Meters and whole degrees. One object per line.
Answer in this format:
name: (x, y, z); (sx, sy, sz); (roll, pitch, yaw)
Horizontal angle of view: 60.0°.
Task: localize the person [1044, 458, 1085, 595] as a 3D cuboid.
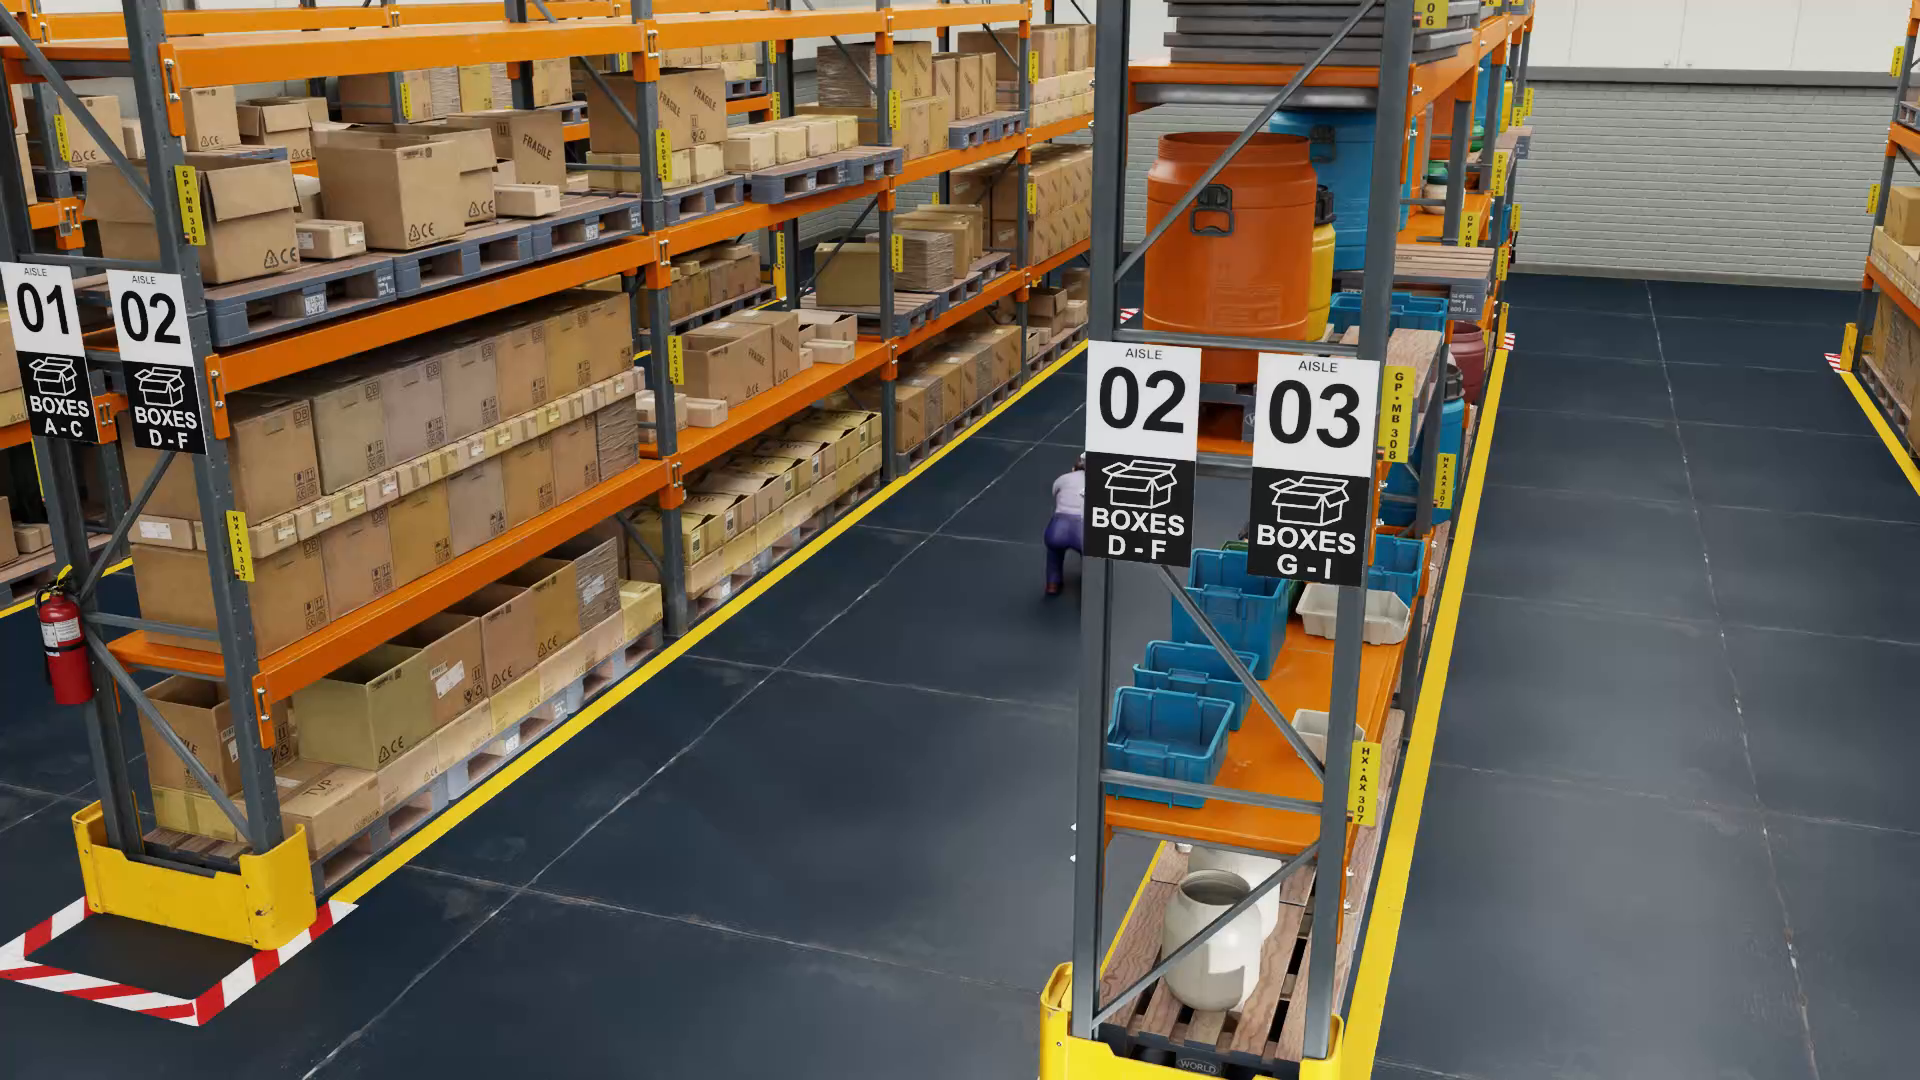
person: (0.894, -0.095, 12.488); (0.509, 0.938, 0.861); (6, 20, 17)
